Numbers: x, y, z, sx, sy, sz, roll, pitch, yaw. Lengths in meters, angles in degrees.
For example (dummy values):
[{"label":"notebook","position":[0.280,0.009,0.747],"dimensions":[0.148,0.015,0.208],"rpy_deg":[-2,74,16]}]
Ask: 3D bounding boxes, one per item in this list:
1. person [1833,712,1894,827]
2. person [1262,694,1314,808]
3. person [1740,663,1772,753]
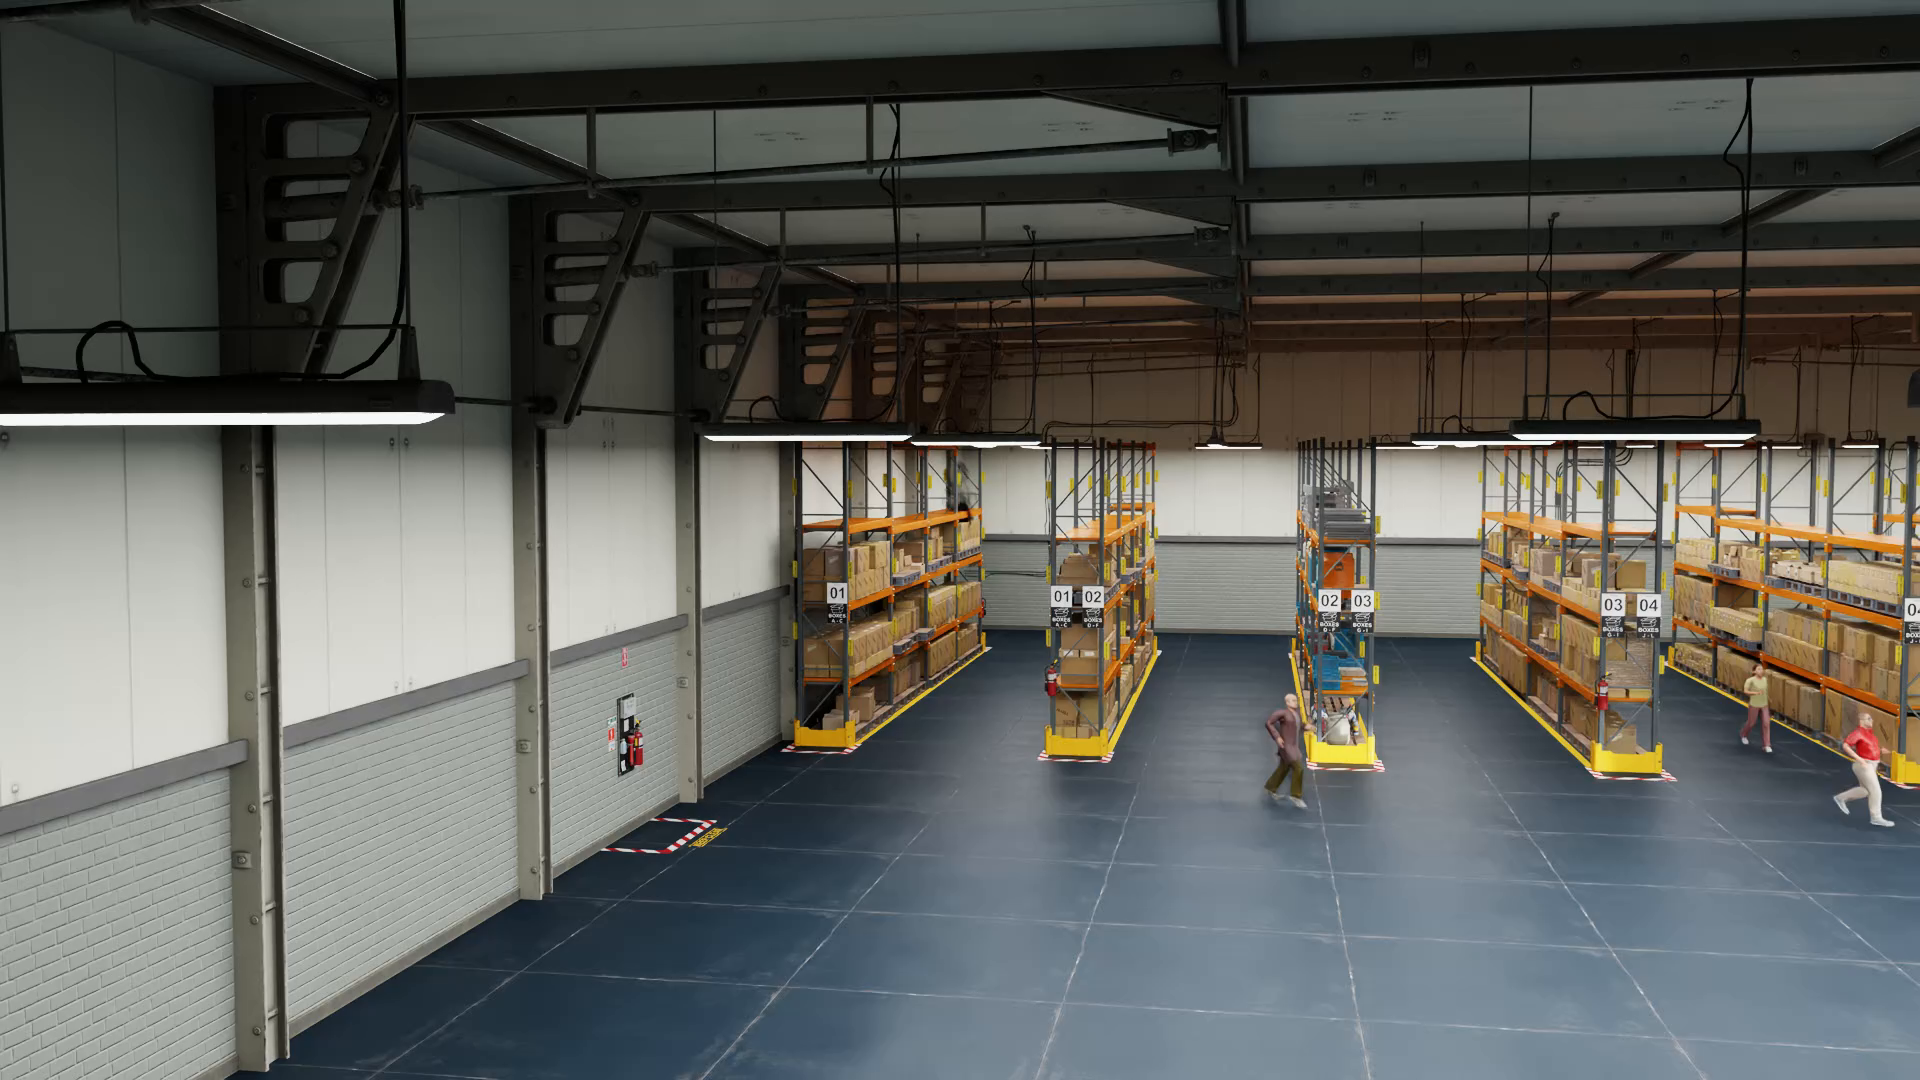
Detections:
[{"label":"person","position":[13.932,3.504,25.635],"dimensions":[0.674,1.696,0.921],"rpy_deg":[-3,4,-44]},{"label":"person","position":[5.330,3.413,27.042],"dimensions":[0.864,1.854,0.668],"rpy_deg":[2,4,36]},{"label":"person","position":[15.271,3.182,31.830],"dimensions":[0.578,1.648,0.967],"rpy_deg":[0,3,-1]}]
